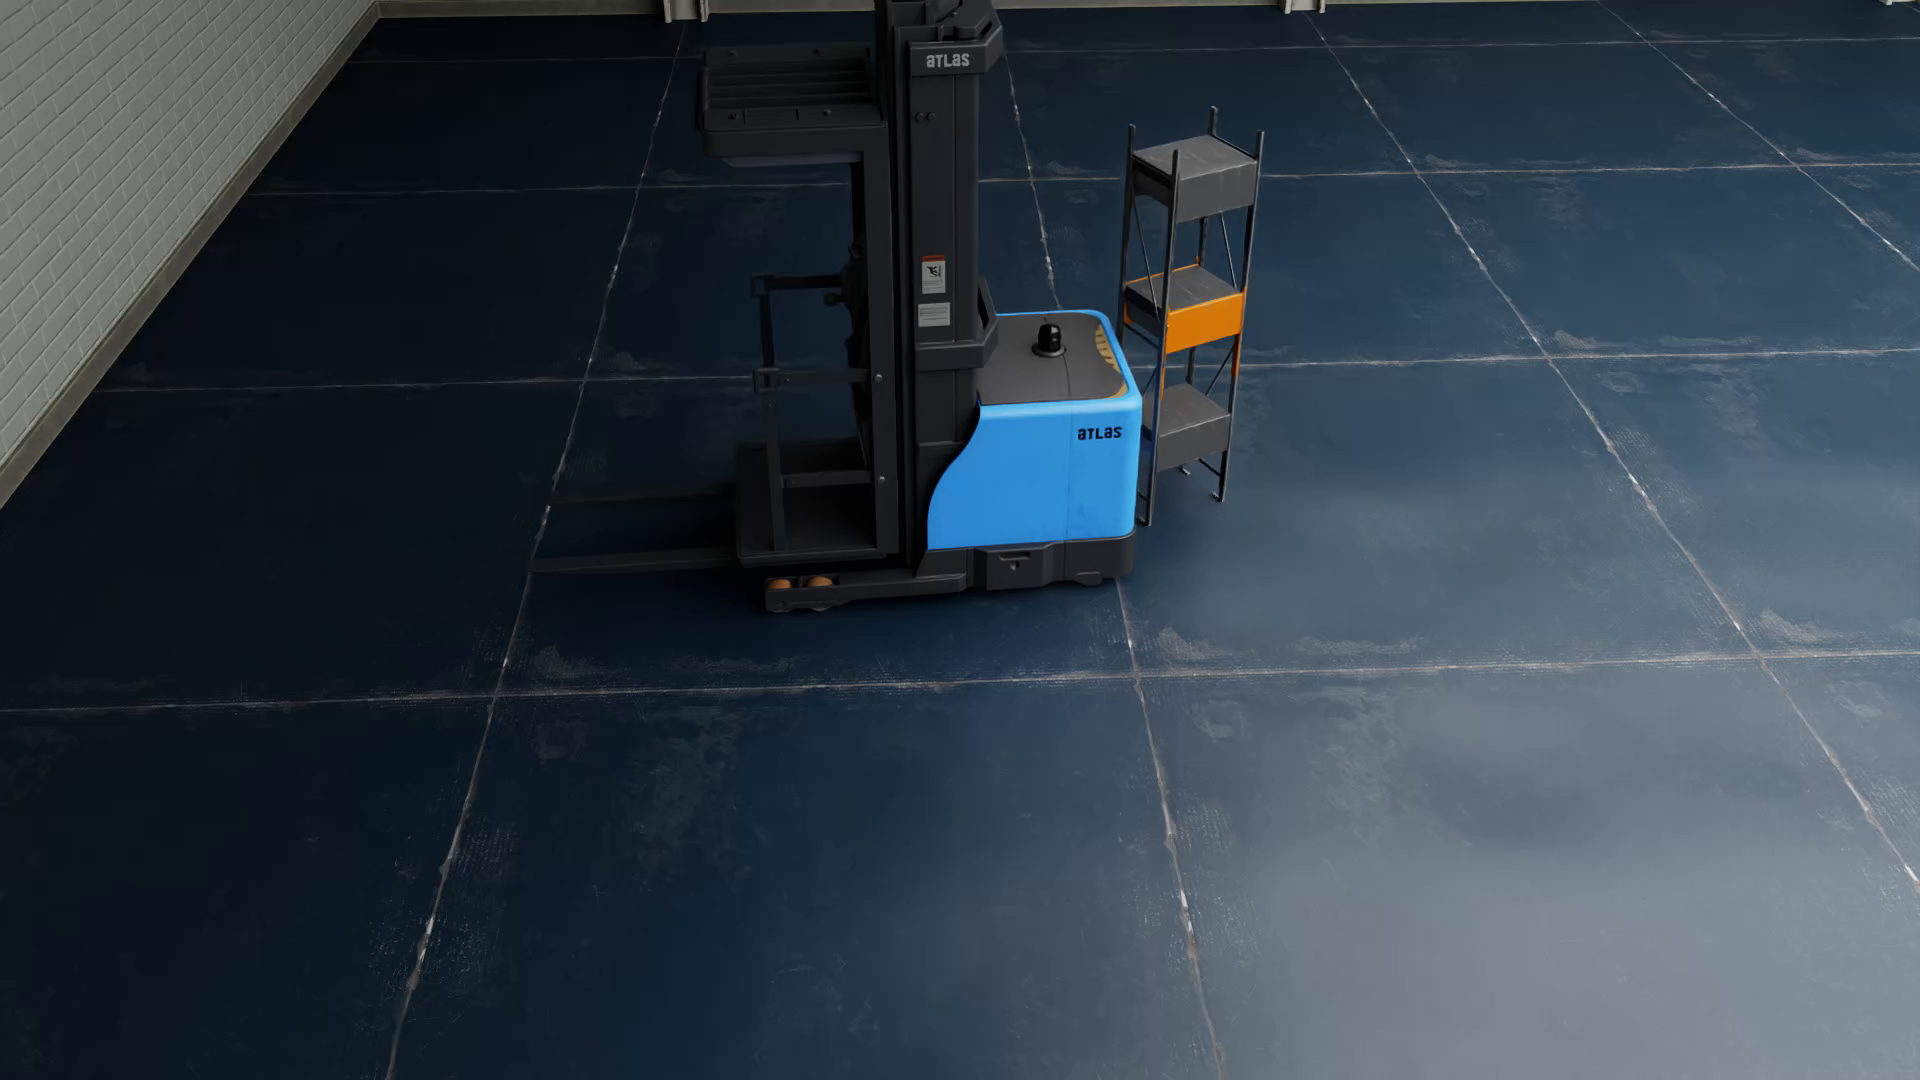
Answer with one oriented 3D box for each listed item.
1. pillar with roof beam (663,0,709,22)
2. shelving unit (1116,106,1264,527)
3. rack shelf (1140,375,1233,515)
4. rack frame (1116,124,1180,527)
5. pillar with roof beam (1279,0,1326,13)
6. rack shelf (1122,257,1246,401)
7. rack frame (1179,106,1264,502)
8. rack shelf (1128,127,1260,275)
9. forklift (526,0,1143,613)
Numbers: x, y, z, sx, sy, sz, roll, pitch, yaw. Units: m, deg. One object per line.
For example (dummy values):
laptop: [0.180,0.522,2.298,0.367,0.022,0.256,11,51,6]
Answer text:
pillar with roof beam: [-2.438,-6.317,10.006,0.400,9.000,9.100,-2,35,-2]
shelving unit: [1.127,-1.100,8.531,0.503,2.100,0.431,-18,39,-24]
rack shelf: [1.127,-0.513,8.937,0.480,0.518,0.431,-18,39,-24]
rack frame: [0.915,-1.032,8.432,0.015,2.100,0.400,-18,39,-24]
pillar with roof beam: [3.555,-6.478,10.239,0.400,9.000,9.100,-2,35,-2]
rack shelf: [1.127,-1.089,8.539,0.480,0.518,0.431,-18,39,-24]
rack frame: [1.339,-1.169,8.630,0.015,2.100,0.400,-18,39,-24]
rack shelf: [1.127,-1.665,8.141,0.480,0.518,0.431,-18,39,-24]
forklift: [-0.669,-1.161,7.888,3.031,2.935,1.130,-4,35,-6]
